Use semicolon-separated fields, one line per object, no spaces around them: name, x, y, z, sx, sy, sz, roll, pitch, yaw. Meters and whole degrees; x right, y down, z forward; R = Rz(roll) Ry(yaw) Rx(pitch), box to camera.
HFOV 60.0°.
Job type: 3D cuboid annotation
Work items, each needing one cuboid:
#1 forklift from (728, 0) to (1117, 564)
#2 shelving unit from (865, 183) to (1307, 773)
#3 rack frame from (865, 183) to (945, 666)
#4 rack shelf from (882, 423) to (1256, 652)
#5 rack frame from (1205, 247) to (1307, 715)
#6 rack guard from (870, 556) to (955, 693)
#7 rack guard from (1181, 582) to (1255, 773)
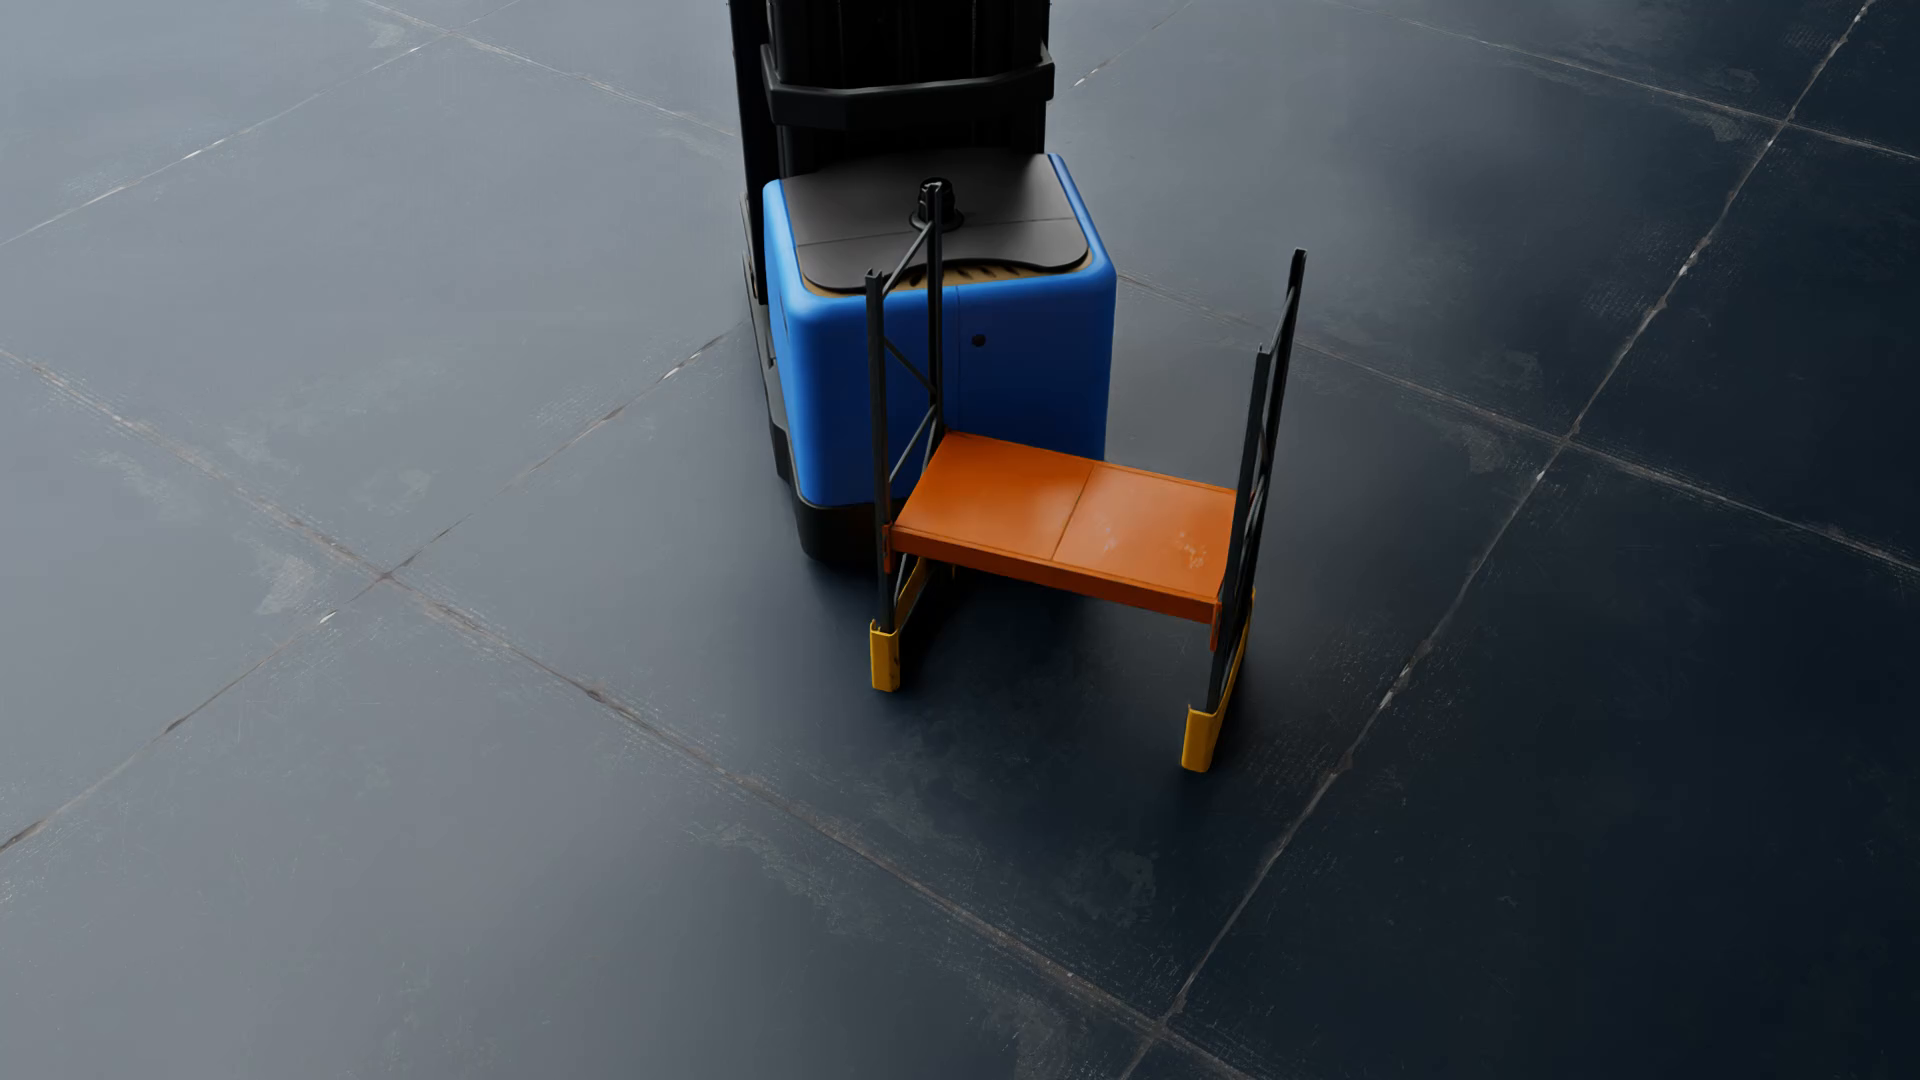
forklift;-0.283;-2.005;5.792;1.130;2.935;3.031;-7;42;-8
shelving unit;0.324;-0.161;4.805;1.083;1.500;0.587;13;43;14
rack frame;-0.148;-0.270;4.927;0.032;1.500;0.500;13;43;14
rack shelf;0.332;-0.025;4.923;1.000;0.185;0.538;13;43;14
rack frame;0.813;-0.048;4.679;0.032;1.500;0.500;13;43;14
rack guard;-0.147;0.196;5.344;0.087;0.250;0.587;13;43;14
rack guard;0.794;0.414;5.100;0.087;0.250;0.587;13;43;14
